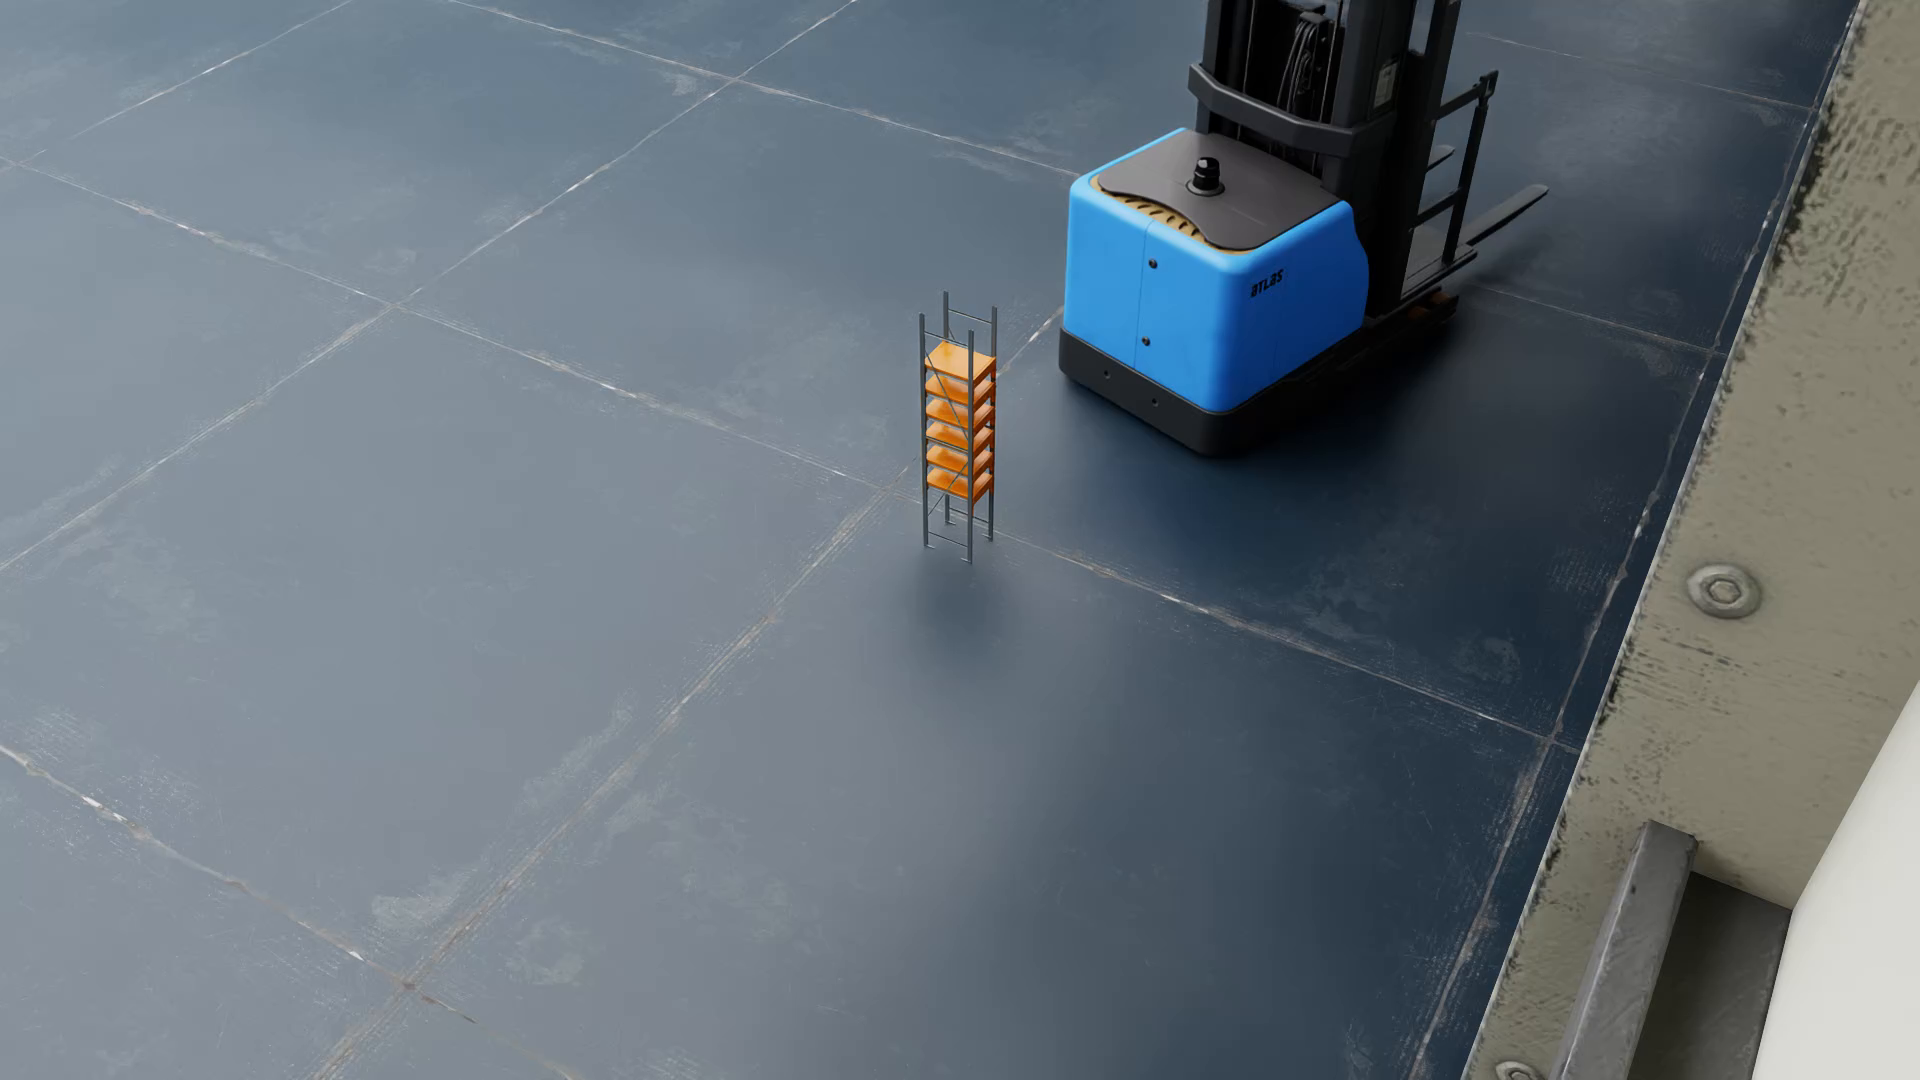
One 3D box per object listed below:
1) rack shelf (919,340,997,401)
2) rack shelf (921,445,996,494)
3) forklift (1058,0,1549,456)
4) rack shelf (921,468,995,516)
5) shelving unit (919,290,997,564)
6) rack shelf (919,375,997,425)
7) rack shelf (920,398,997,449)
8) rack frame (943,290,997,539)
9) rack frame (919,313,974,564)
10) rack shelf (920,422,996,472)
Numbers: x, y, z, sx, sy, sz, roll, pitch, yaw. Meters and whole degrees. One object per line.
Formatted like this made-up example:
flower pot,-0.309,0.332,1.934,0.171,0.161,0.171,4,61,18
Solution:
rack shelf,-0.007,-0.679,6.635,0.258,0.103,0.180,21,45,22
rack shelf,-0.007,-0.319,6.953,0.258,0.103,0.180,21,45,22
forklift,1.897,-2.336,7.685,3.031,2.935,1.130,-32,50,-31
rack shelf,-0.007,-0.229,7.032,0.258,0.103,0.180,21,45,22
shelving unit,-0.007,-0.442,6.844,0.258,1.200,0.189,21,45,22
rack shelf,-0.007,-0.589,6.715,0.258,0.103,0.180,21,45,22
rack shelf,-0.007,-0.499,6.794,0.258,0.103,0.180,21,45,22
rack frame,0.039,-0.494,6.904,0.240,1.200,0.006,21,45,22
rack frame,-0.053,-0.390,6.785,0.240,1.200,0.006,21,45,22
rack shelf,-0.007,-0.409,6.873,0.258,0.103,0.180,21,45,22
